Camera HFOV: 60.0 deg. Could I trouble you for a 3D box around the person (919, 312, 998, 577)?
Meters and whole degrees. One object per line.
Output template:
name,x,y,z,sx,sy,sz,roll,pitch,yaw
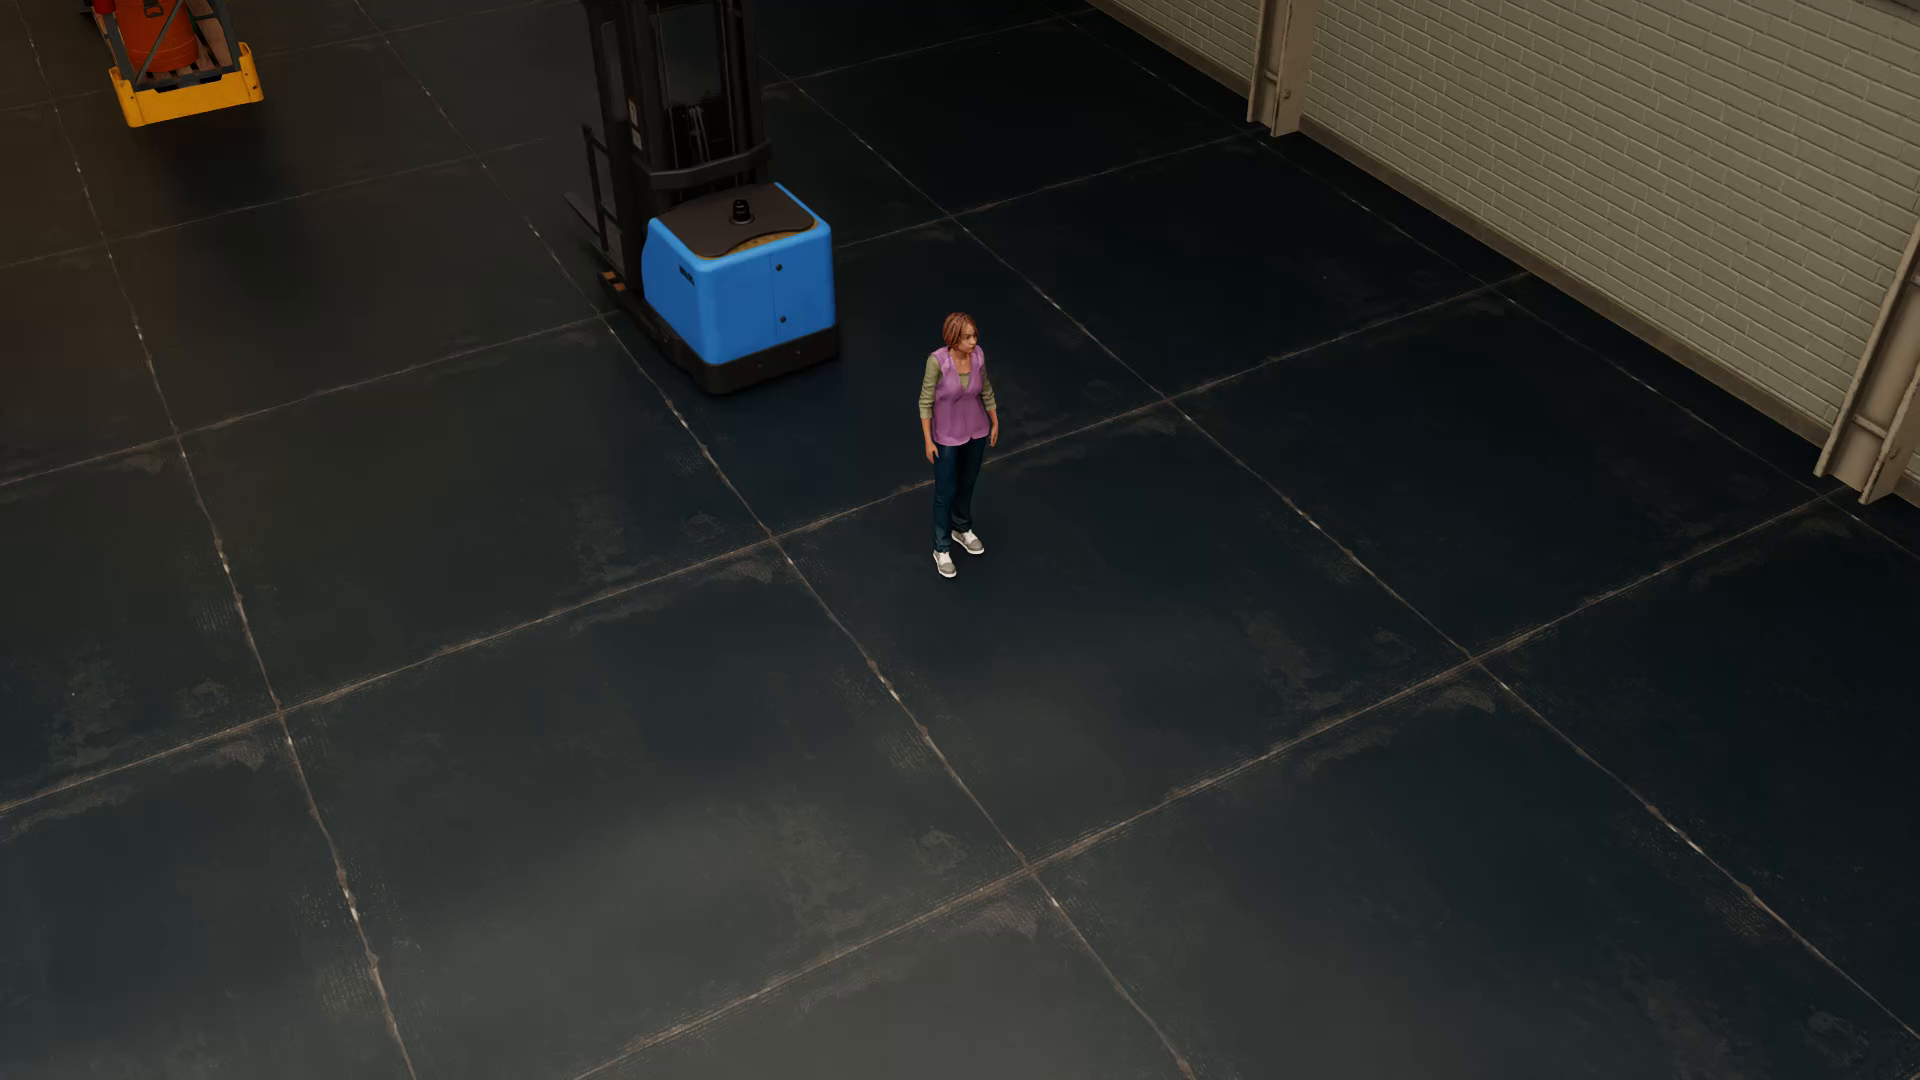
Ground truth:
person,0.025,-0.575,9.763,0.520,1.597,0.476,-20,44,-23

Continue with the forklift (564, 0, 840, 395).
forklift,-2.076,-3.038,11.699,1.130,2.935,3.031,-22,45,-25
